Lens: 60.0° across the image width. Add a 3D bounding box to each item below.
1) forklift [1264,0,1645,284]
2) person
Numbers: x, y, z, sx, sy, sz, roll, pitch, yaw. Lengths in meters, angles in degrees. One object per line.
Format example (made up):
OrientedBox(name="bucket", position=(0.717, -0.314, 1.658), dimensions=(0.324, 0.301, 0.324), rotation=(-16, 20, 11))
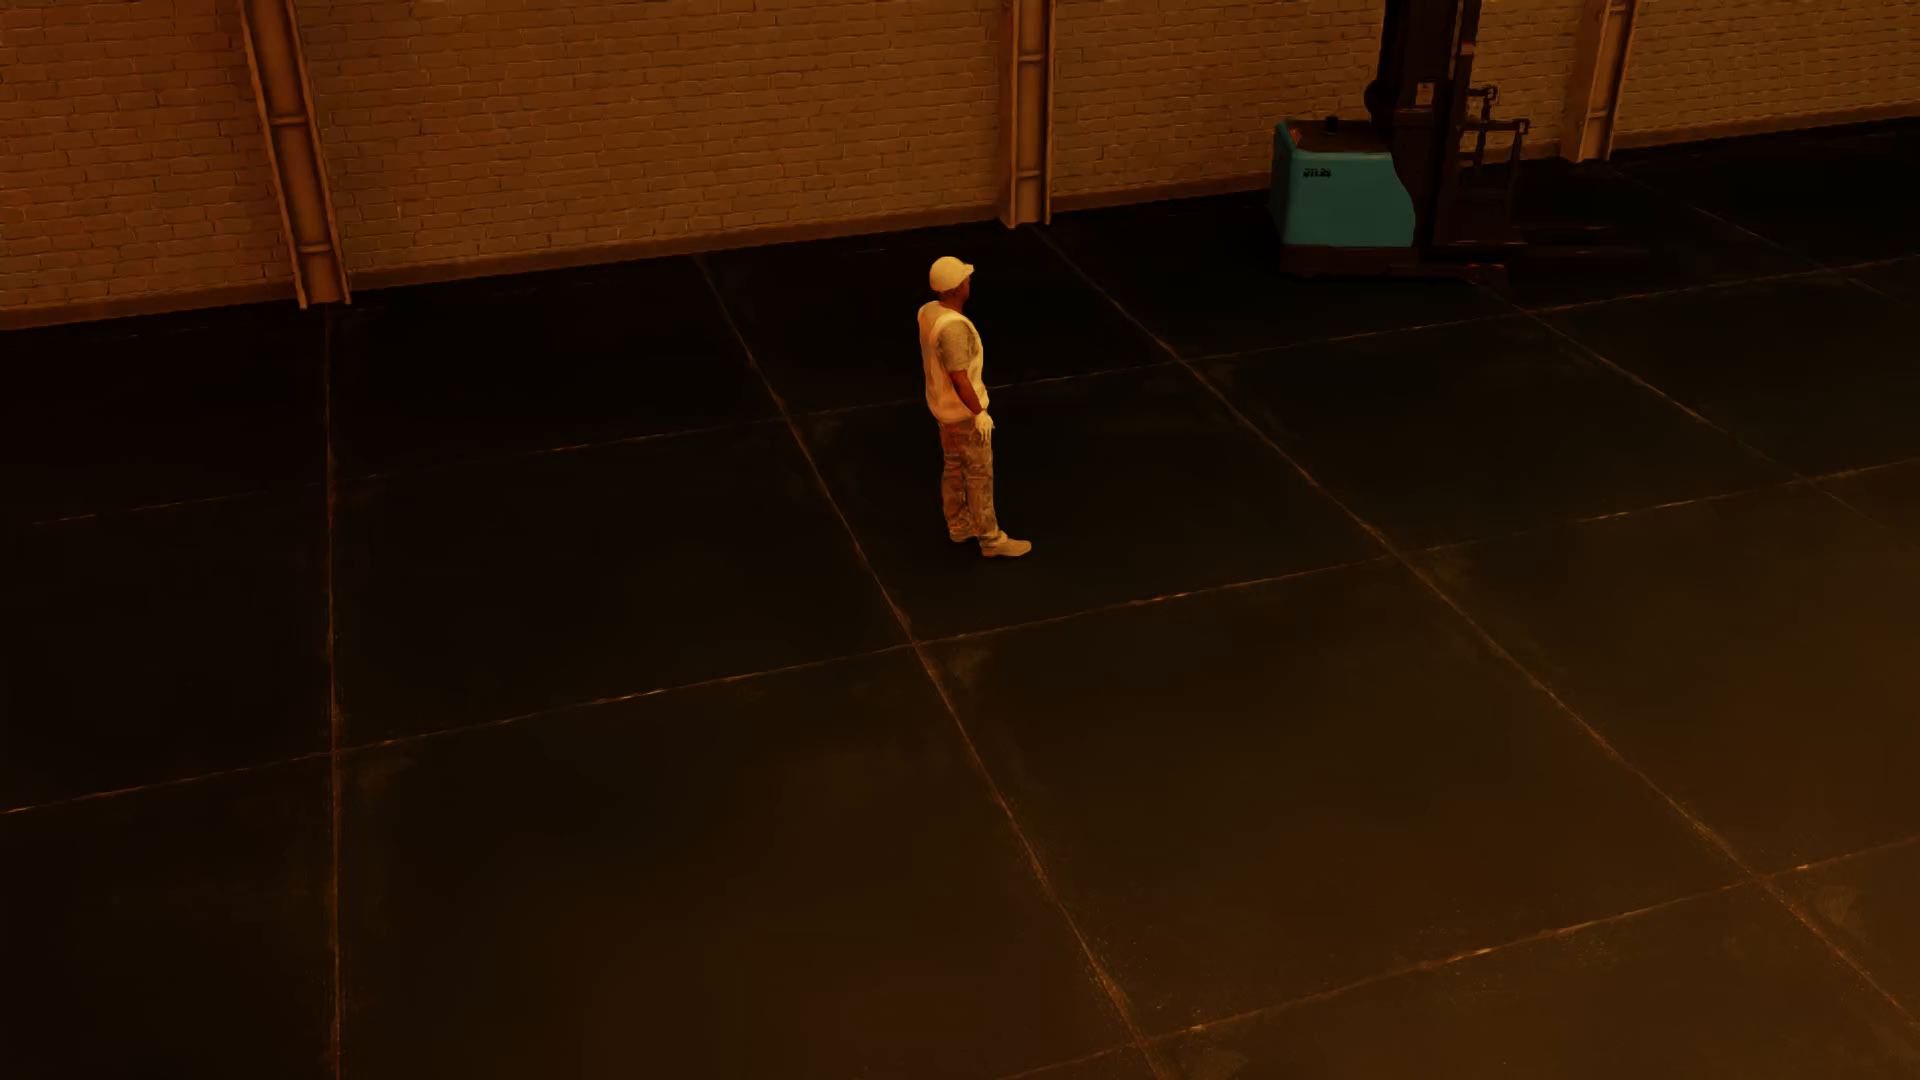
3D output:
OrientedBox(name="forklift", position=(4.154, -3.646, 13.423), dimensions=(3.031, 2.935, 1.130), rotation=(1, 30, 1))
OrientedBox(name="person", position=(0.071, -0.786, 9.591), dimensions=(0.575, 1.782, 0.655), rotation=(-10, 31, -16))
